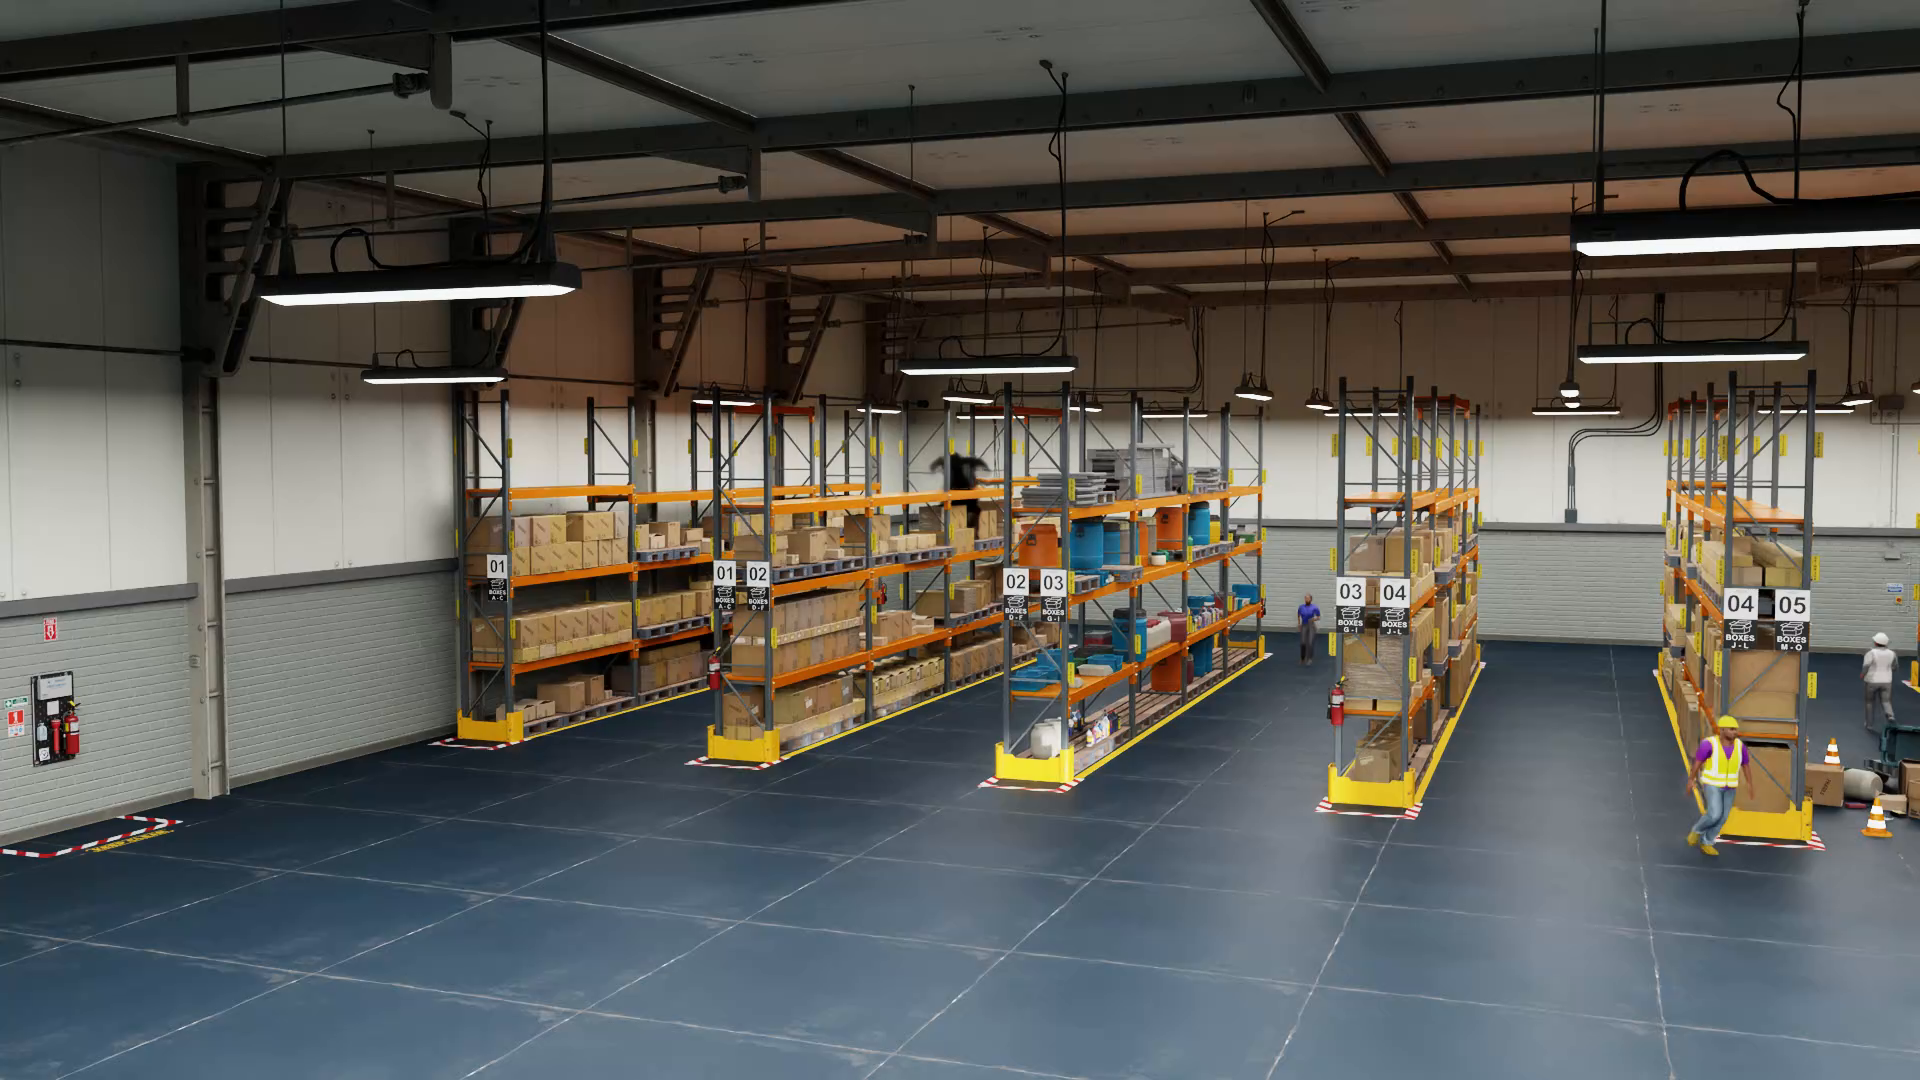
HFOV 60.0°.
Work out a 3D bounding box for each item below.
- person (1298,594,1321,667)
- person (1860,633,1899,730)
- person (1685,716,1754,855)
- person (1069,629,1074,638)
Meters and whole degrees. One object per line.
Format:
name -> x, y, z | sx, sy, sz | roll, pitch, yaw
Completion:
person -> 8.029, 2.081, 38.264 | 0.561, 1.689, 0.729 | 1, 3, 16
person -> 16.211, 2.506, 29.330 | 0.655, 1.749, 0.905 | 1, 3, 11
person -> 9.322, 3.012, 20.409 | 0.691, 1.738, 0.574 | 0, 3, -7
person -> 2.651, 1.763, 43.847 | 0.558, 1.586, 0.905 | -3, 4, -39
